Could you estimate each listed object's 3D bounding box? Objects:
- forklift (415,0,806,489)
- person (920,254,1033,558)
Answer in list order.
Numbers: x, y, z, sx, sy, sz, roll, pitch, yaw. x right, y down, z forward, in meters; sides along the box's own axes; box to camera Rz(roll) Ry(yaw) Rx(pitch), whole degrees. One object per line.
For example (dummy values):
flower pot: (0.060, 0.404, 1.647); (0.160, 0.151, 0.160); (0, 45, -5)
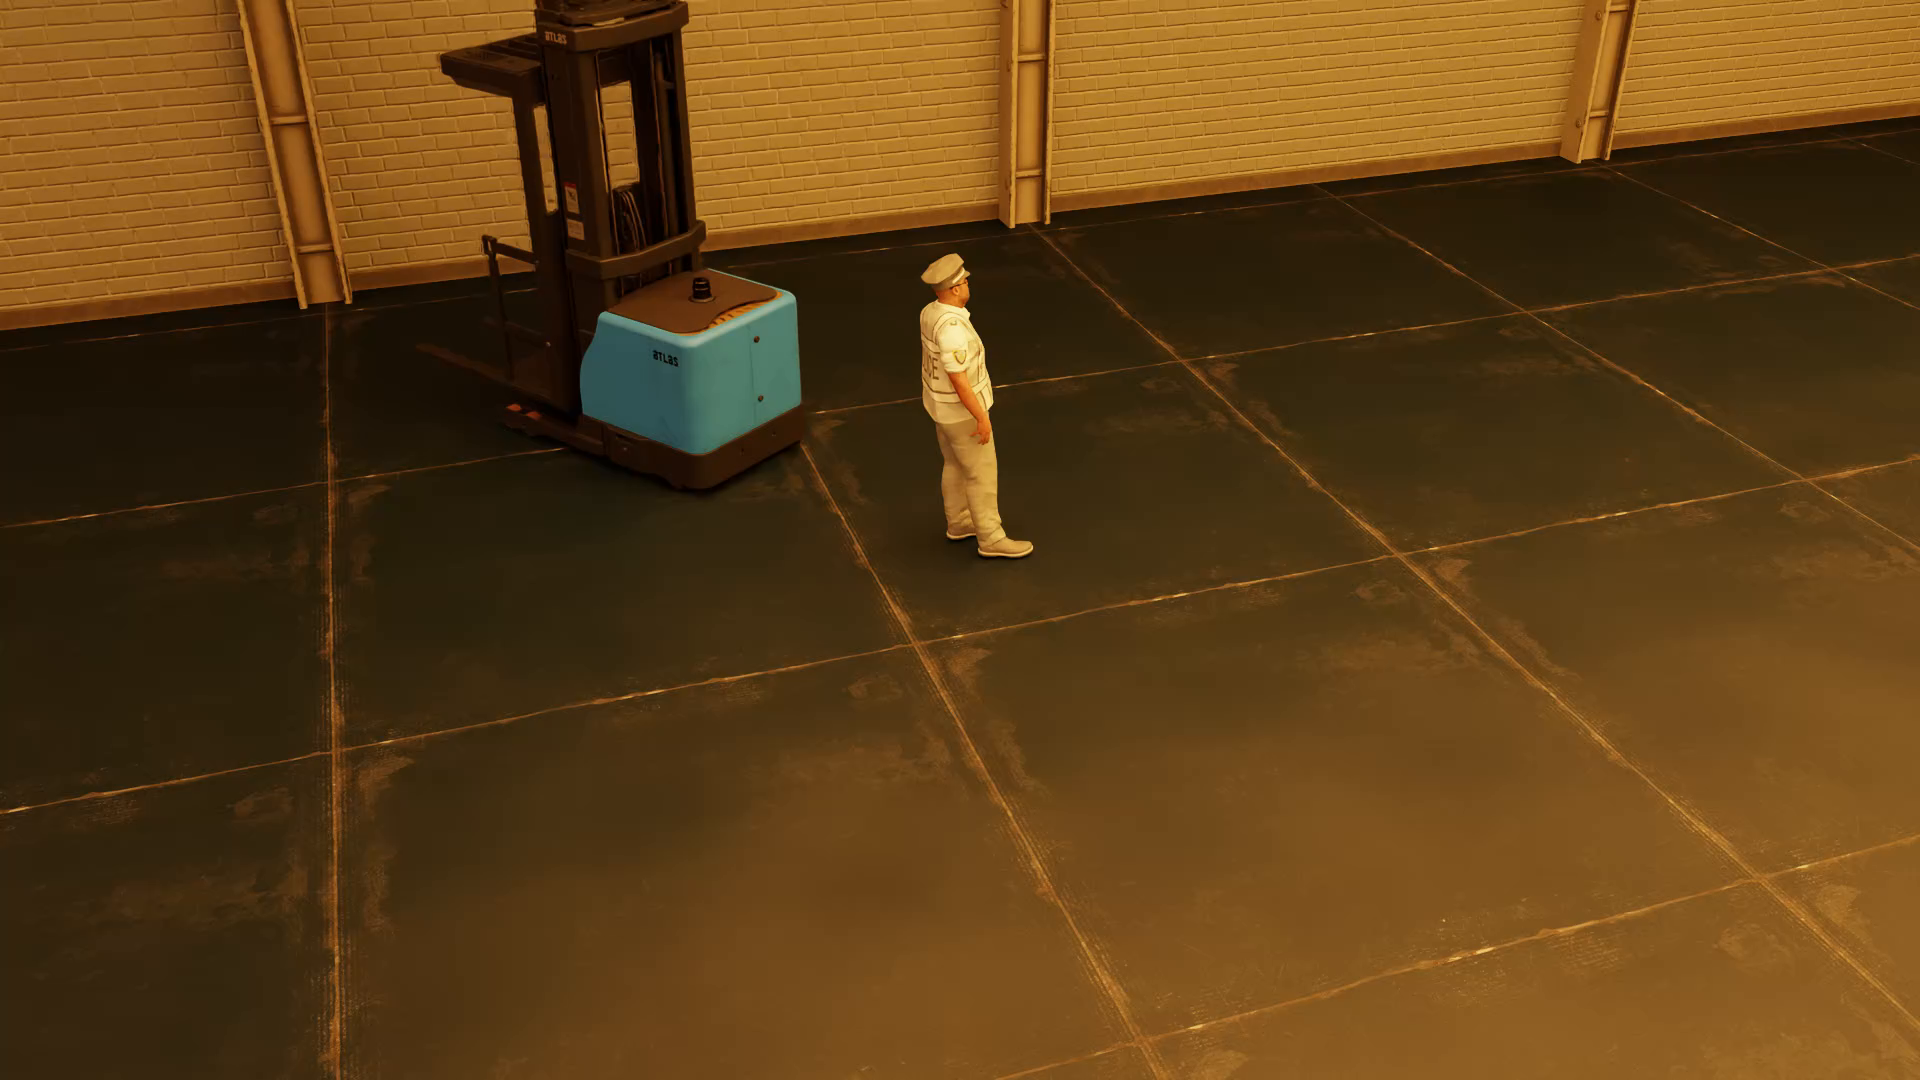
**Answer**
forklift: (-2.519, -2.162, 10.844); (3.031, 2.935, 1.130); (20, 36, 31)
person: (0.078, -0.787, 9.590); (0.574, 1.781, 0.641); (-10, 31, -16)
